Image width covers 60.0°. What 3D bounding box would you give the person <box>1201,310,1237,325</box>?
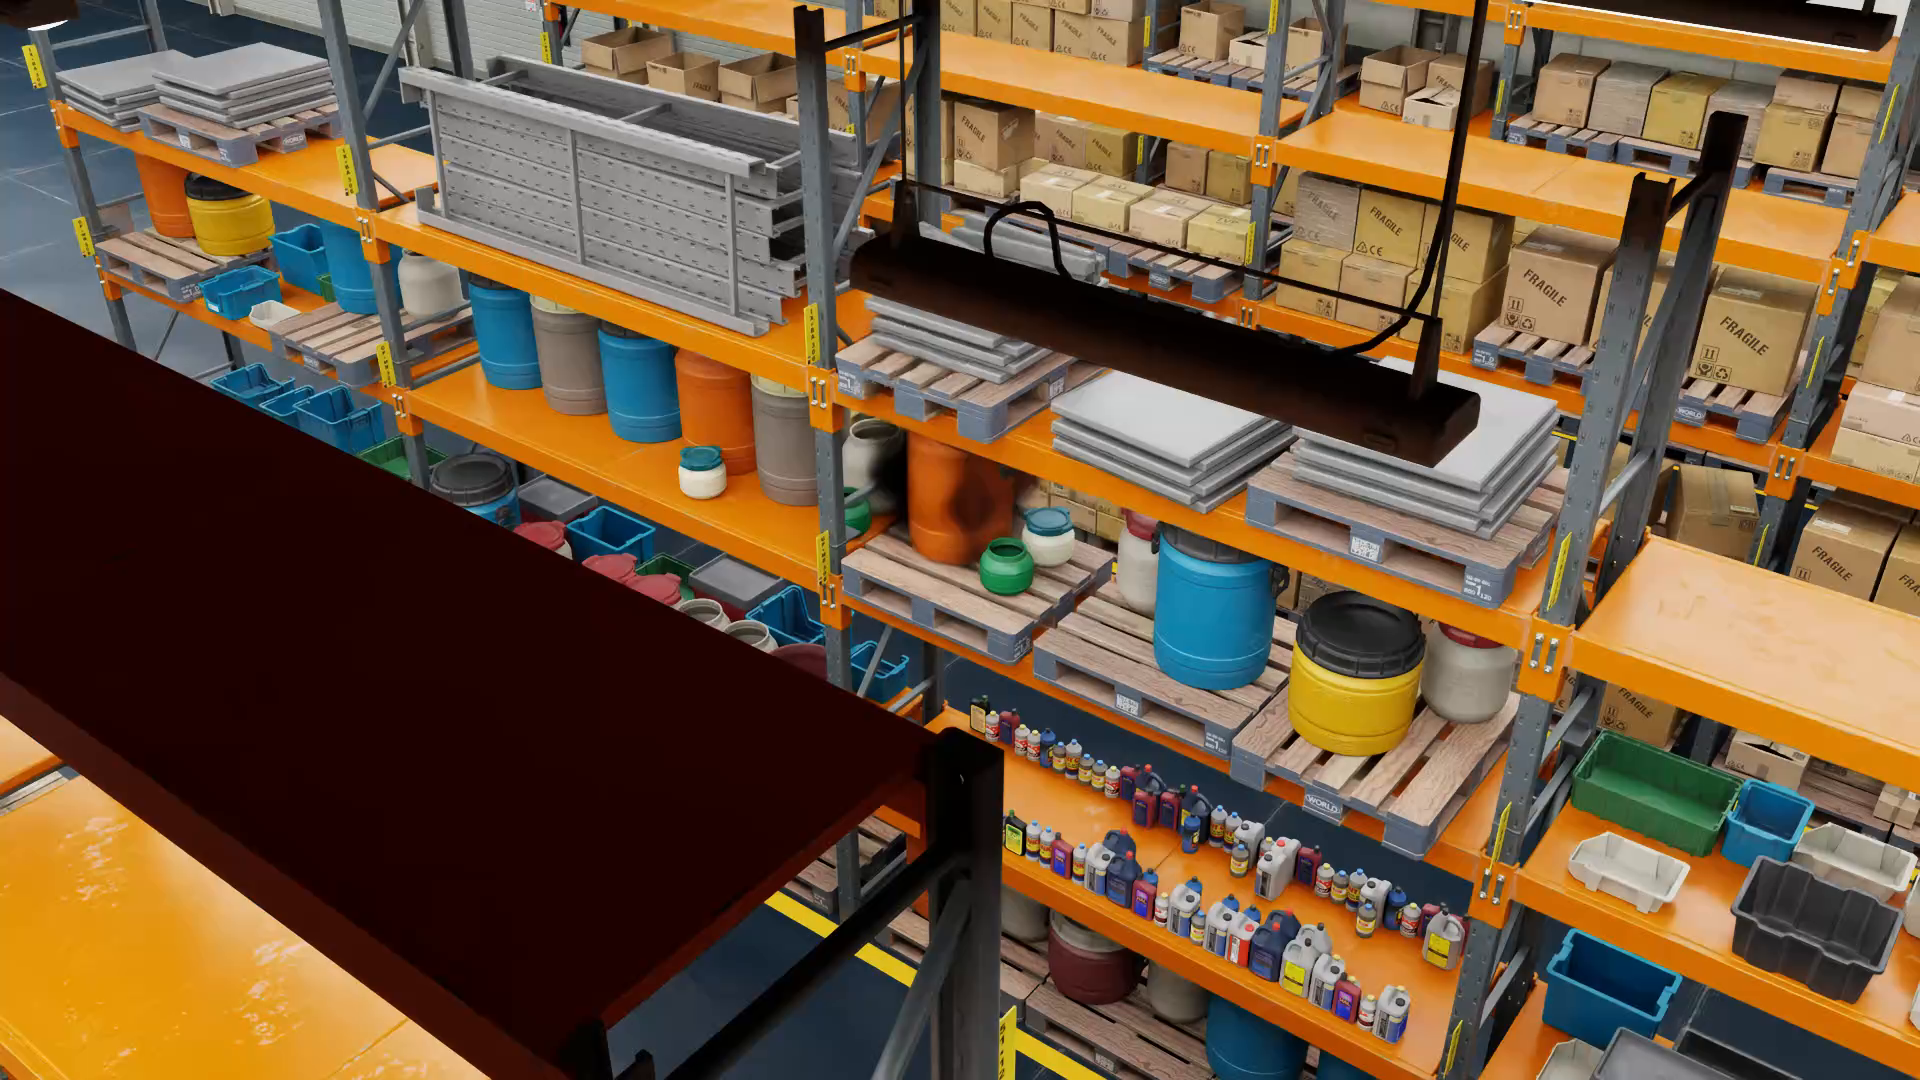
[{"bbox_3d":[2.518,-1.690,16.343,0.468,1.792,0.615,-14,34,-22],"label":"person"}]
